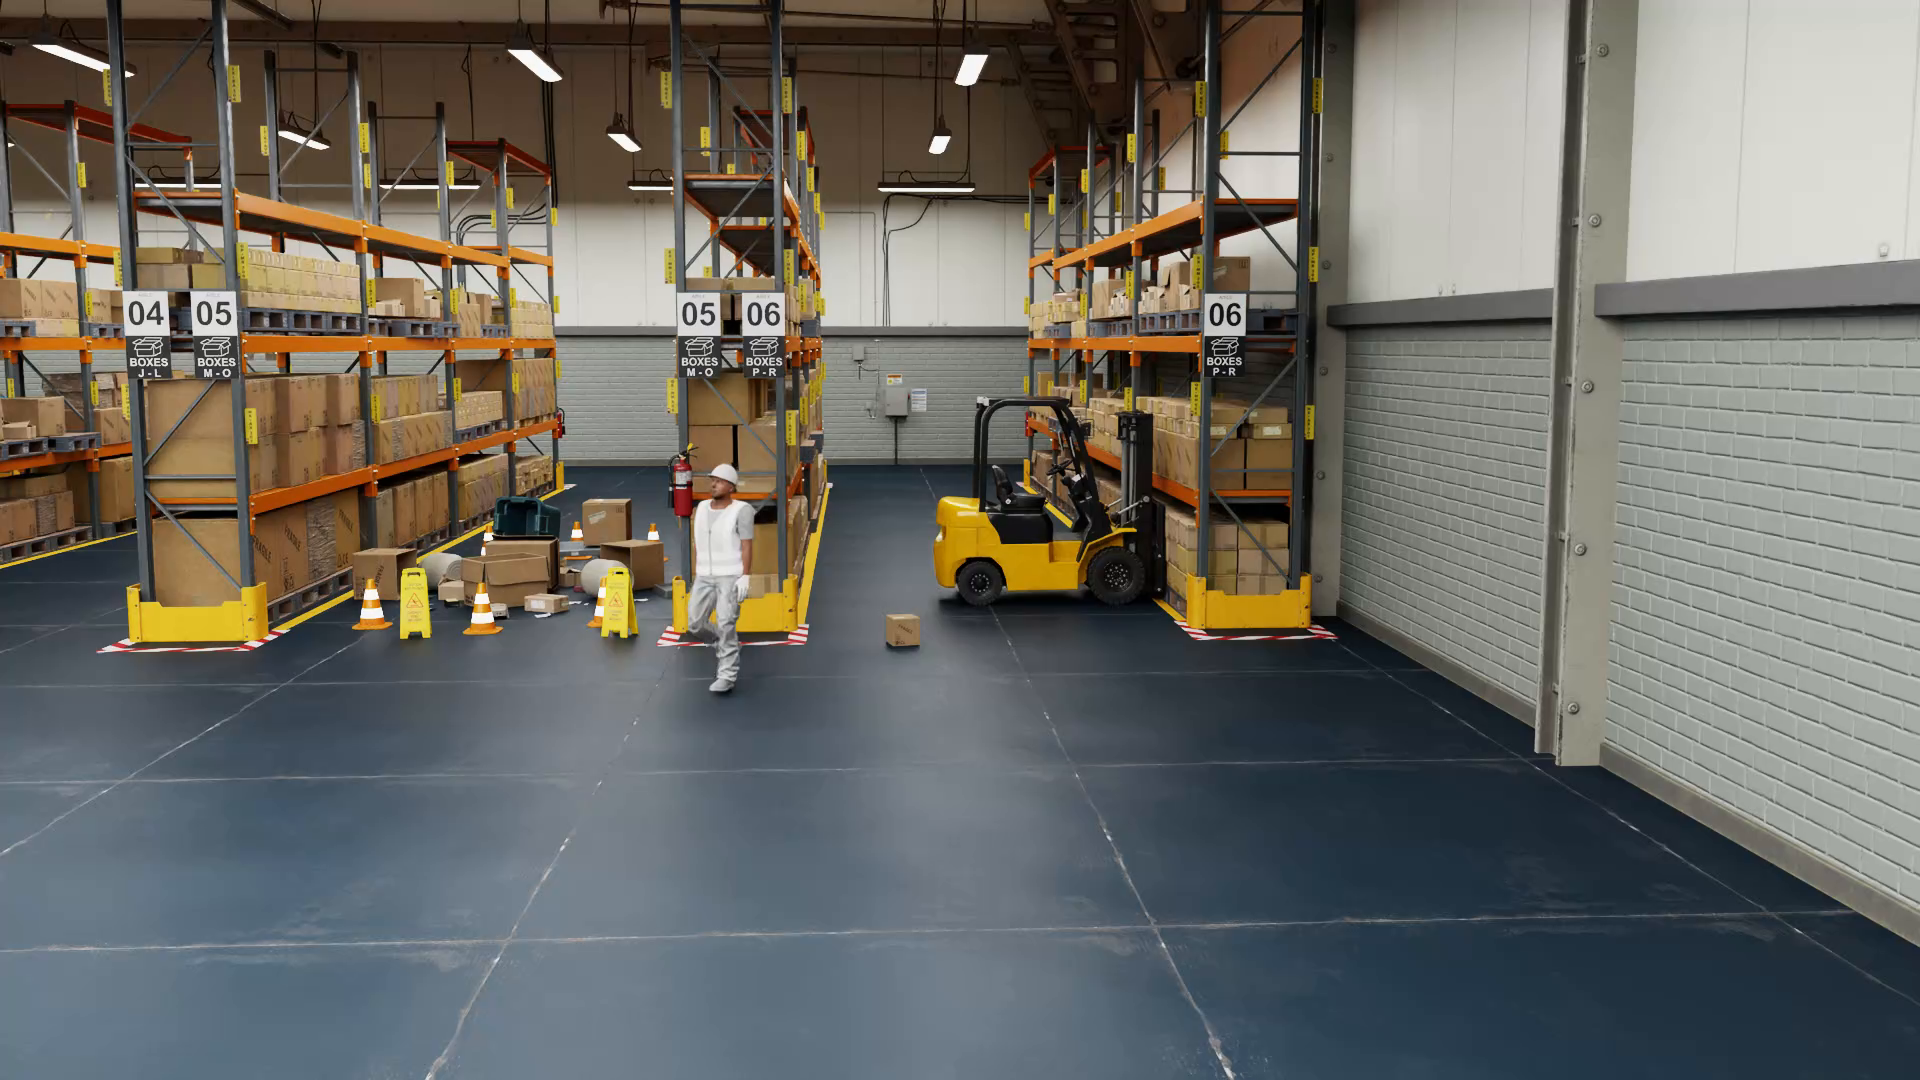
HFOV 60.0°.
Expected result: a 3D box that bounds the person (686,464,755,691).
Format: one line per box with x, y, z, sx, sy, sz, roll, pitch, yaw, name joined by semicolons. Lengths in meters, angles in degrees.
-1.863;0.285;13.081;0.551;1.771;0.543;3;7;24;person
